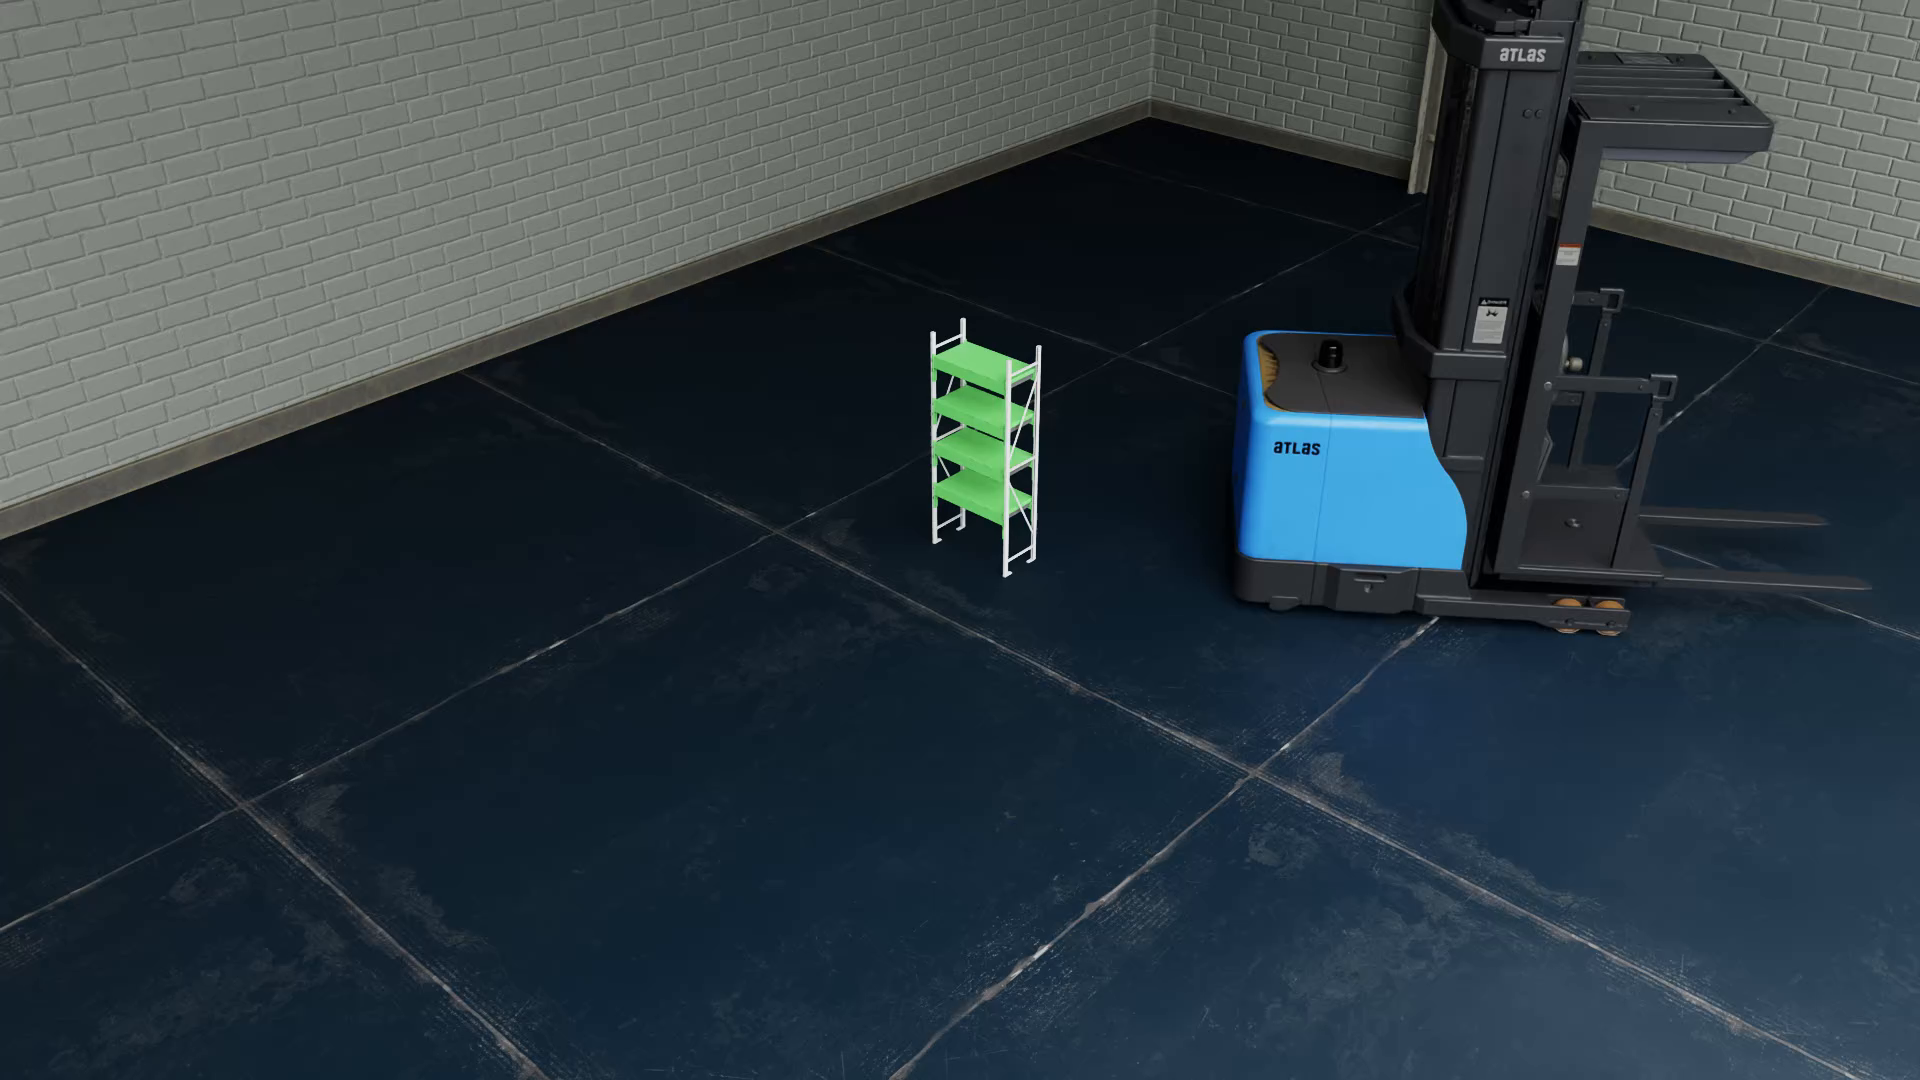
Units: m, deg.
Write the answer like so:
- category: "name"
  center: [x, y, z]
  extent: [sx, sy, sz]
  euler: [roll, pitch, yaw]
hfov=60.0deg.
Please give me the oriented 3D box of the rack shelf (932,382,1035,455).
- category: "rack shelf"
  center: [0.123, -0.608, 8.255]
  extent: [0.480, 0.148, 0.258]
  euler: [25, 39, 35]

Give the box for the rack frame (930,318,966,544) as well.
- category: "rack frame"
  center: [-0.058, -0.541, 8.486]
  extent: [0.015, 1.200, 0.240]
  euler: [25, 39, 35]

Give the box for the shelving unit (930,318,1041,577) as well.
- category: "shelving unit"
  center: [0.123, -0.457, 8.345]
  extent: [0.503, 1.200, 0.258]
  euler: [25, 39, 35]

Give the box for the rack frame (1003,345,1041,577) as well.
- category: "rack frame"
  center: [0.304, -0.372, 8.205]
  extent: [0.015, 1.200, 0.240]
  euler: [25, 39, 35]

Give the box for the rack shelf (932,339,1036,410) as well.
- category: "rack shelf"
  center: [0.123, -0.813, 8.131]
  extent: [0.480, 0.148, 0.258]
  euler: [25, 39, 35]

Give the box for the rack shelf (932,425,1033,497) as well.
- category: "rack shelf"
  center: [0.123, -0.402, 8.378]
  extent: [0.480, 0.148, 0.258]
  euler: [25, 39, 35]

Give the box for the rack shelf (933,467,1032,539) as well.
- category: "rack shelf"
  center: [0.123, -0.196, 8.502]
  extent: [0.480, 0.148, 0.258]
  euler: [25, 39, 35]

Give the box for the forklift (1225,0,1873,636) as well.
- category: "forklift"
  center: [2.887, -1.086, 7.712]
  extent: [3.031, 2.935, 1.130]
  euler: [3, 31, 5]

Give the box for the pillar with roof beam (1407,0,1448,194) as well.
- category: "pillar with roof beam"
  center: [0.959, -4.997, 8.326]
  extent: [0.400, 9.000, 9.100]
  euler: [25, 39, 35]
